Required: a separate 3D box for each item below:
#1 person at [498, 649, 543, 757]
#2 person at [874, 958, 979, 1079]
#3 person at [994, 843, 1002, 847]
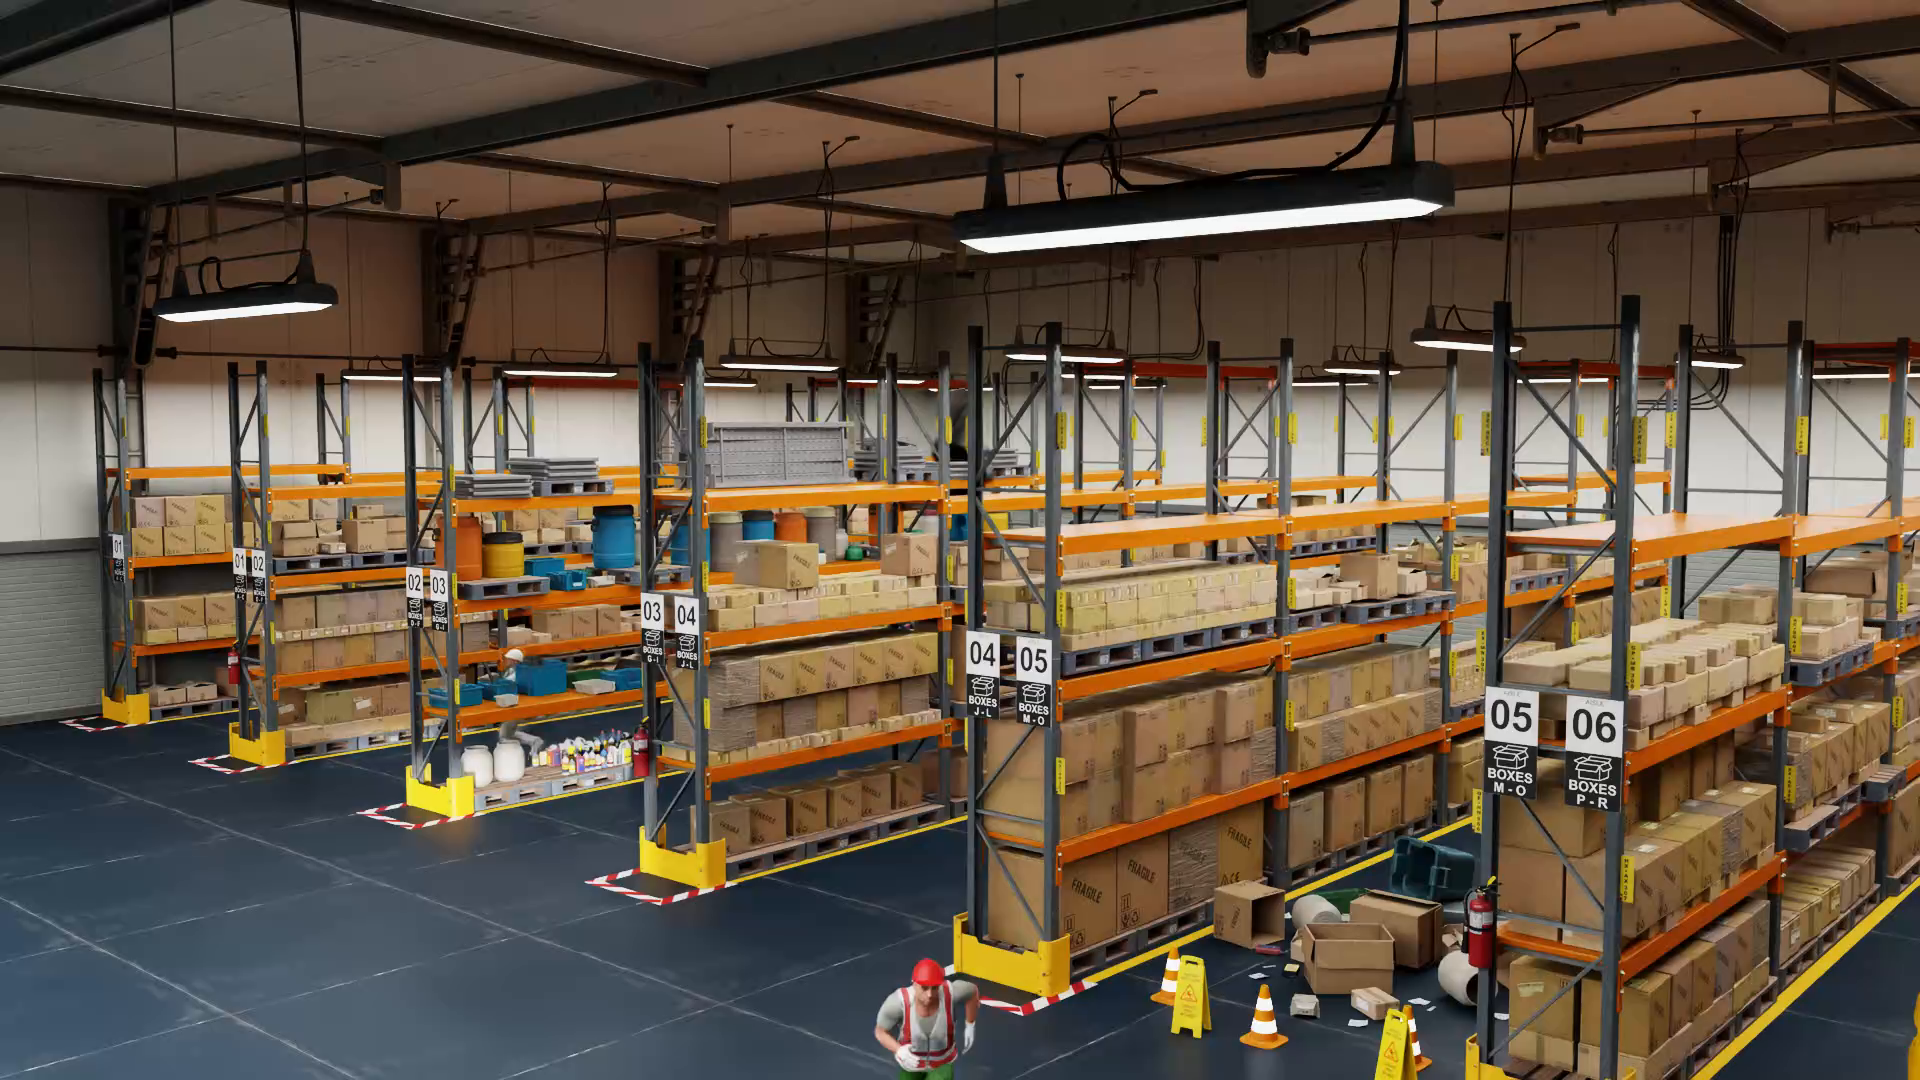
[{"bbox_3d":[-6.575,2.478,24.472,0.940,1.750,0.677,-3,5,-33],"label":"person"},{"bbox_3d":[-0.227,3.529,11.092,0.706,1.732,1.048,0,4,-7],"label":"person"},{"bbox_3d":[0.541,2.908,18.819,0.649,1.779,0.742,2,5,29],"label":"person"}]
